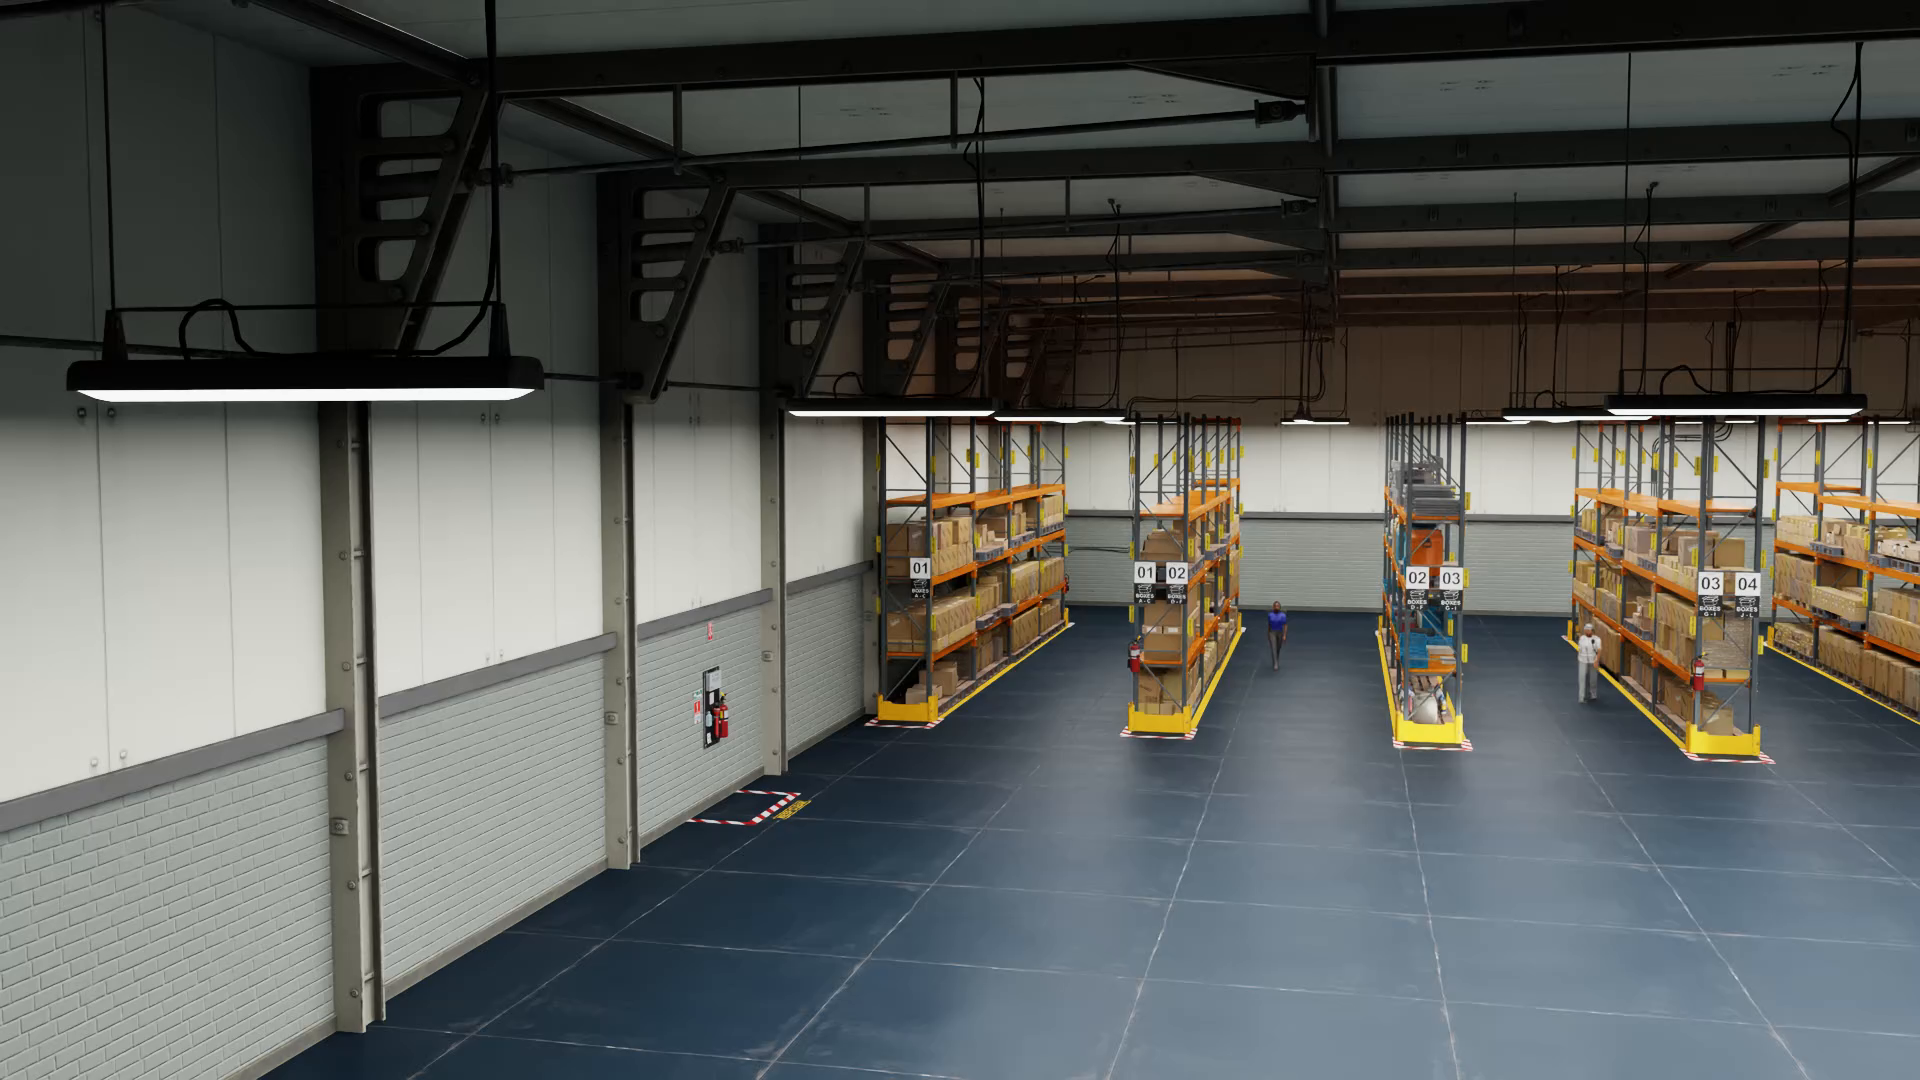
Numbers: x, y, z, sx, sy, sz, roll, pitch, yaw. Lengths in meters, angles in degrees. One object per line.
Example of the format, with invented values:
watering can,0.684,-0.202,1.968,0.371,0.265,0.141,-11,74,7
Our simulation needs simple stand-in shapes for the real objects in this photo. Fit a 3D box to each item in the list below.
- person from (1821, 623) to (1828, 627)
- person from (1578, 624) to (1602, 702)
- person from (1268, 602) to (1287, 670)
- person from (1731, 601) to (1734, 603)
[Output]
person,23.144,1.837,44.244,0.994,1.723,0.521,2,4,27
person,13.151,2.554,34.724,0.462,1.603,0.994,2,4,25
person,7.517,2.299,39.356,0.420,1.463,1.058,0,4,-2
person,22.143,1.676,46.931,0.661,1.731,1.124,3,5,34
